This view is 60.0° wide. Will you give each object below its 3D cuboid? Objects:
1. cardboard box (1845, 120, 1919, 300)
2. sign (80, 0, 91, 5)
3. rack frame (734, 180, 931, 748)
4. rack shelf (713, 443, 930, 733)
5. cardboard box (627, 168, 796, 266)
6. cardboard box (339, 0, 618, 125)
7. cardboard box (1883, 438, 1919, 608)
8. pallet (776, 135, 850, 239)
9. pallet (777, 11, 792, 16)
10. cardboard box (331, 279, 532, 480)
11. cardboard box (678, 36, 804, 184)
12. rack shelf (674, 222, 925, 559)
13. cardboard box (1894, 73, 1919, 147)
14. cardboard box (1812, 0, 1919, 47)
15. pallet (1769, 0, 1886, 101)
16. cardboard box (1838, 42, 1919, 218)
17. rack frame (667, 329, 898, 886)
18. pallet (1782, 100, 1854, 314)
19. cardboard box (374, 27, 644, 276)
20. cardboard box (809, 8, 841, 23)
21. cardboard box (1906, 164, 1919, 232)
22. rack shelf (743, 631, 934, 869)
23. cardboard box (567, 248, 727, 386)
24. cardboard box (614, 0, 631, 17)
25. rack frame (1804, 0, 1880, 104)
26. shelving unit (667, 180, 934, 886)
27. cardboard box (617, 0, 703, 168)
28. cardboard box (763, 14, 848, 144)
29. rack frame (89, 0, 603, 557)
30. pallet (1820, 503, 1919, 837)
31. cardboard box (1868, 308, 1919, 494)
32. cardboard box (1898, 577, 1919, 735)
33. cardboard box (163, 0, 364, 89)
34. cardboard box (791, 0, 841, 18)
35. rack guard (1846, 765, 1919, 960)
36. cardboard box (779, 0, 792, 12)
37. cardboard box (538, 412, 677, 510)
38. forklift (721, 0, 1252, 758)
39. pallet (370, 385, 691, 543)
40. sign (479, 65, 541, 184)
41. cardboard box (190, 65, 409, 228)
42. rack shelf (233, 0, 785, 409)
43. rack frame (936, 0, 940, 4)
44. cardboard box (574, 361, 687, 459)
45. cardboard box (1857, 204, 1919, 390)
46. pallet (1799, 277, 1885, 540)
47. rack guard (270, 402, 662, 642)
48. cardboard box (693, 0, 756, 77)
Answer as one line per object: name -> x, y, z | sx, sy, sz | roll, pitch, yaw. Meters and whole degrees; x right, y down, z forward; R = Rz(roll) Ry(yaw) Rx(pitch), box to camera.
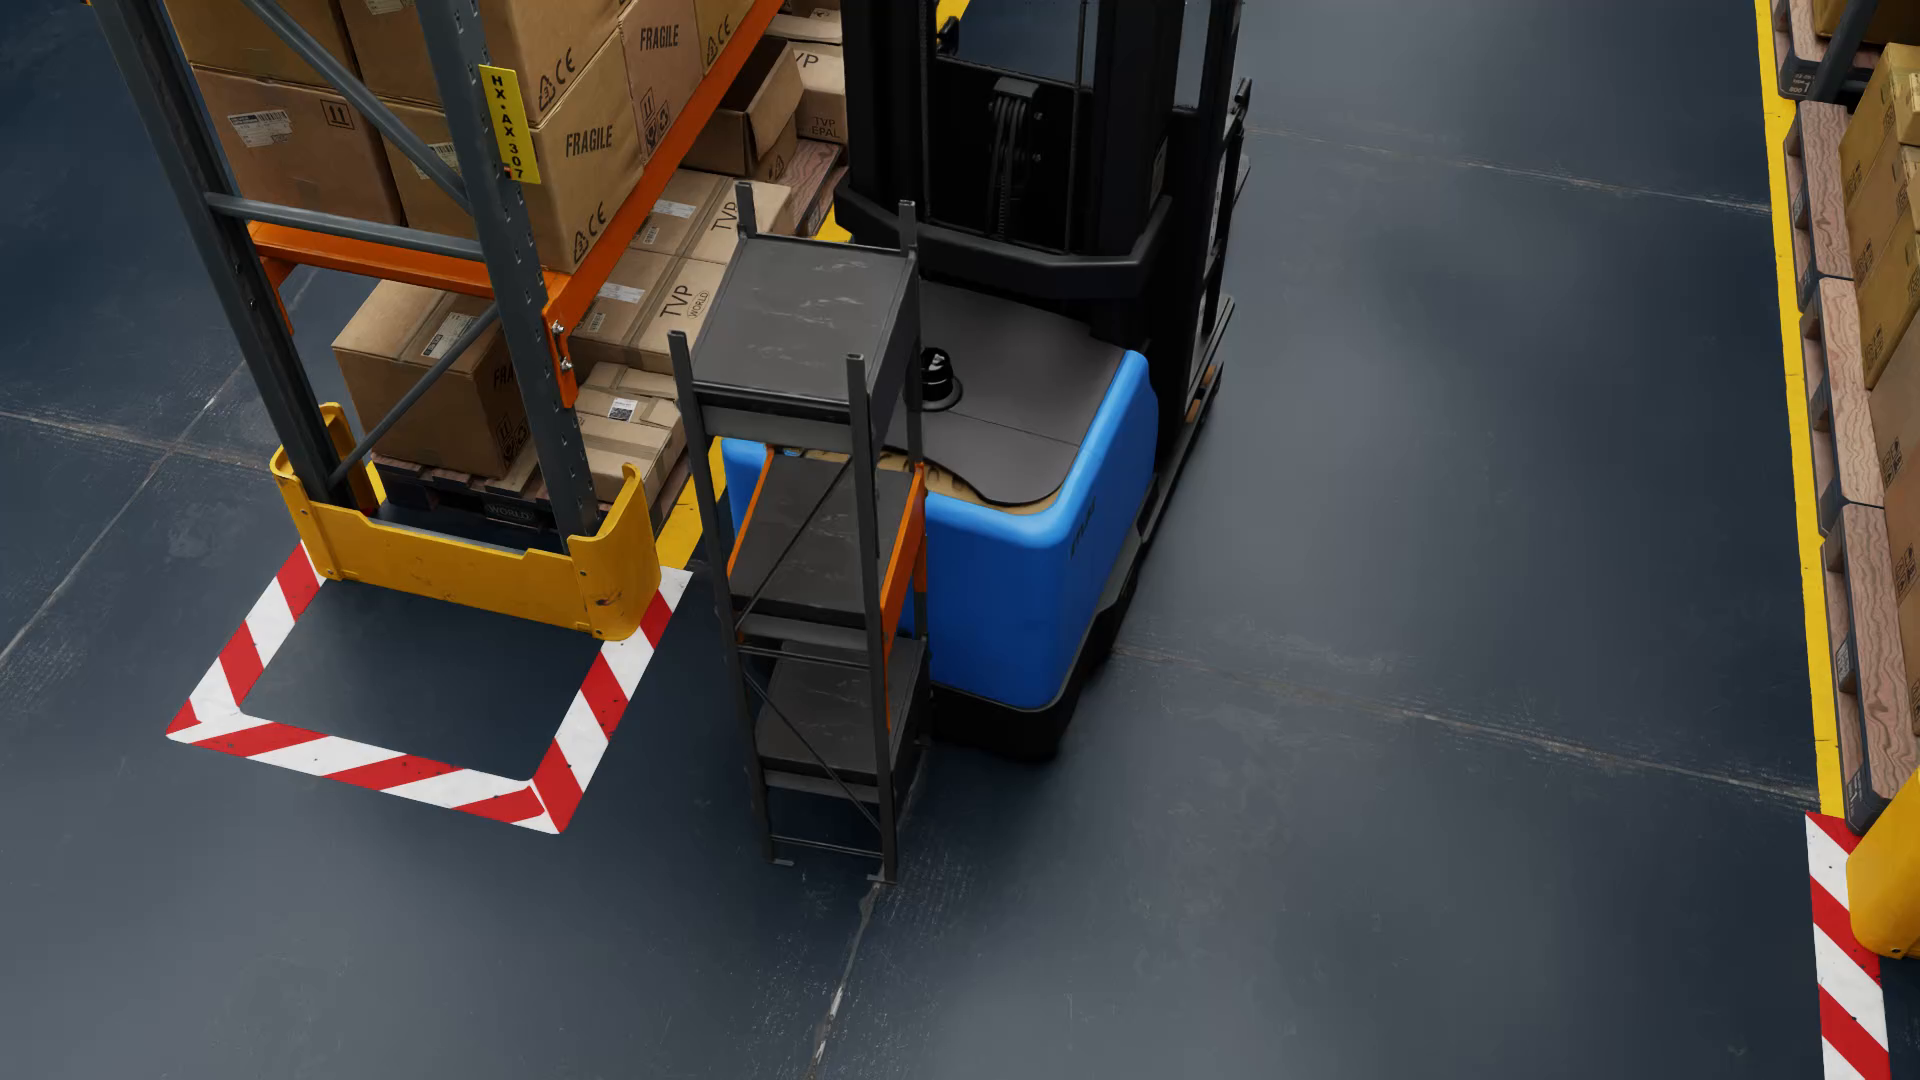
cardboard box -> 3.776, -1.179, 6.177 | 0.700, 0.500, 0.500 | 11, 50, 10
sign -> -2.155, -1.444, 4.041 | 0.100, 0.325, 0.005 | 12, 50, 10
rack frame -> -0.291, -0.070, 4.400 | 0.400, 2.100, 0.015 | 8, 50, 7
rack shelf -> -0.337, 0.121, 4.255 | 0.431, 0.518, 0.480 | 8, 50, 7
cardboard box -> -0.945, -1.129, 6.286 | 0.500, 0.250, 0.500 | 12, 50, 10
cardboard box -> -1.254, -1.465, 4.309 | 0.500, 0.500, 0.500 | 13, 50, 11
cardboard box -> 3.374, -0.057, 5.187 | 0.700, 0.500, 0.500 | 11, 50, 10
pallet -> -1.073, -1.421, 6.864 | 1.003, 0.211, 1.213 | 12, 50, 10
pallet -> -0.754, -2.306, 7.645 | 1.003, 0.211, 1.213 | 12, 50, 10
cardboard box -> -1.720, -0.593, 5.646 | 0.500, 0.500, 0.500 | 12, 50, 10
cardboard box -> -1.062, -1.685, 6.608 | 0.797, 0.503, 0.637 | 12, 50, 10
rack shelf -> -0.339, -0.333, 3.722 | 0.431, 0.518, 0.480 | 8, 50, 7
cardboard box -> 3.646, -1.545, 6.067 | 0.380, 0.149, 0.250 | 13, 50, 11
cardboard box -> 4.253, -2.674, 7.263 | 0.750, 0.750, 0.750 | 12, 50, 10
pallet -> 4.338, -2.401, 7.728 | 1.003, 0.211, 1.213 | 12, 50, 10
cardboard box -> 3.912, -1.542, 6.497 | 0.700, 0.500, 0.500 | 12, 50, 11
rack frame -> -0.383, 0.295, 4.089 | 0.400, 2.100, 0.015 | 8, 50, 7
pallet -> 3.932, -1.294, 6.751 | 1.003, 0.211, 1.213 | 12, 50, 10
cardboard box -> -1.254, -1.134, 4.684 | 0.500, 0.500, 0.500 | 13, 50, 11
cardboard box -> -0.490, -2.177, 7.279 | 0.380, 0.149, 0.250 | 12, 50, 10
cardboard box -> 3.508, -1.167, 5.734 | 0.380, 0.149, 0.250 | 10, 49, 9
rack shelf -> -0.335, 0.575, 4.787 | 0.431, 0.518, 0.480 | 8, 50, 7
cardboard box -> -1.077, -0.767, 5.967 | 0.500, 0.250, 0.500 | 12, 50, 10
cardboard box -> -1.124, -1.845, 4.644 | 0.500, 0.500, 0.500 | 12, 50, 10
rack frame -> 4.208, -2.751, 6.177 | 1.000, 3.000, 0.127 | 12, 50, 10
shelving unit -> -0.337, 0.112, 4.245 | 0.431, 2.100, 0.503 | 8, 50, 7
cardboard box -> -1.123, -1.509, 5.014 | 0.500, 0.500, 0.500 | 11, 50, 10
cardboard box -> -0.646, -1.971, 6.989 | 0.500, 0.311, 0.500 | 12, 50, 10
rack frame -> -1.625, -0.832, 4.484 | 1.000, 3.000, 0.127 | 12, 50, 10
pallet -> 3.290, 0.471, 5.193 | 1.003, 0.211, 1.213 | 12, 50, 10
cardboard box -> 3.506, -0.421, 5.508 | 0.700, 0.500, 0.500 | 10, 49, 9
cardboard box -> 3.243, 0.305, 4.868 | 0.700, 0.500, 0.500 | 12, 50, 10
cardboard box -> -1.773, -1.573, 4.404 | 0.500, 0.500, 0.500 | 11, 50, 10
cardboard box -> -0.449, -2.576, 7.397 | 0.500, 0.500, 0.500 | 12, 50, 10
rack guard -> 3.148, 0.987, 4.546 | 1.175, 0.500, 0.348 | 12, 50, 10
cardboard box -> -0.892, -2.721, 7.650 | 0.500, 0.311, 0.500 | 12, 50, 10
cardboard box -> -1.183, -0.270, 5.595 | 0.380, 0.149, 0.250 | 12, 50, 10
forklift -> 0.329, -1.434, 5.060 | 1.130, 2.935, 3.031 | 16, 51, 14
pallet -> -1.396, -0.541, 6.087 | 1.003, 0.211, 1.213 | 12, 50, 10
sign -> -1.102, -1.012, 4.065 | 0.100, 0.325, 0.005 | 12, 50, 10
cardboard box -> -1.770, -1.243, 4.780 | 0.500, 0.500, 0.500 | 13, 50, 11
rack shelf -> -1.099, -2.041, 6.031 | 1.077, 0.370, 4.000 | 12, 50, 10
rack frame -> -0.572, -3.726, 7.038 | 1.000, 3.000, 0.127 | 12, 50, 10
cardboard box -> -1.118, -0.456, 5.748 | 0.380, 0.166, 0.250 | 12, 50, 10
cardboard box -> 3.639, -0.808, 5.850 | 0.700, 0.500, 0.500 | 13, 50, 11
pallet -> 3.613, -0.408, 5.970 | 1.003, 0.211, 1.213 | 12, 50, 10
rack guard -> -1.605, -0.060, 5.470 | 1.175, 0.500, 0.348 | 12, 50, 10
cardboard box -> -0.988, -1.871, 5.334 | 0.500, 0.500, 0.500 | 11, 50, 10
